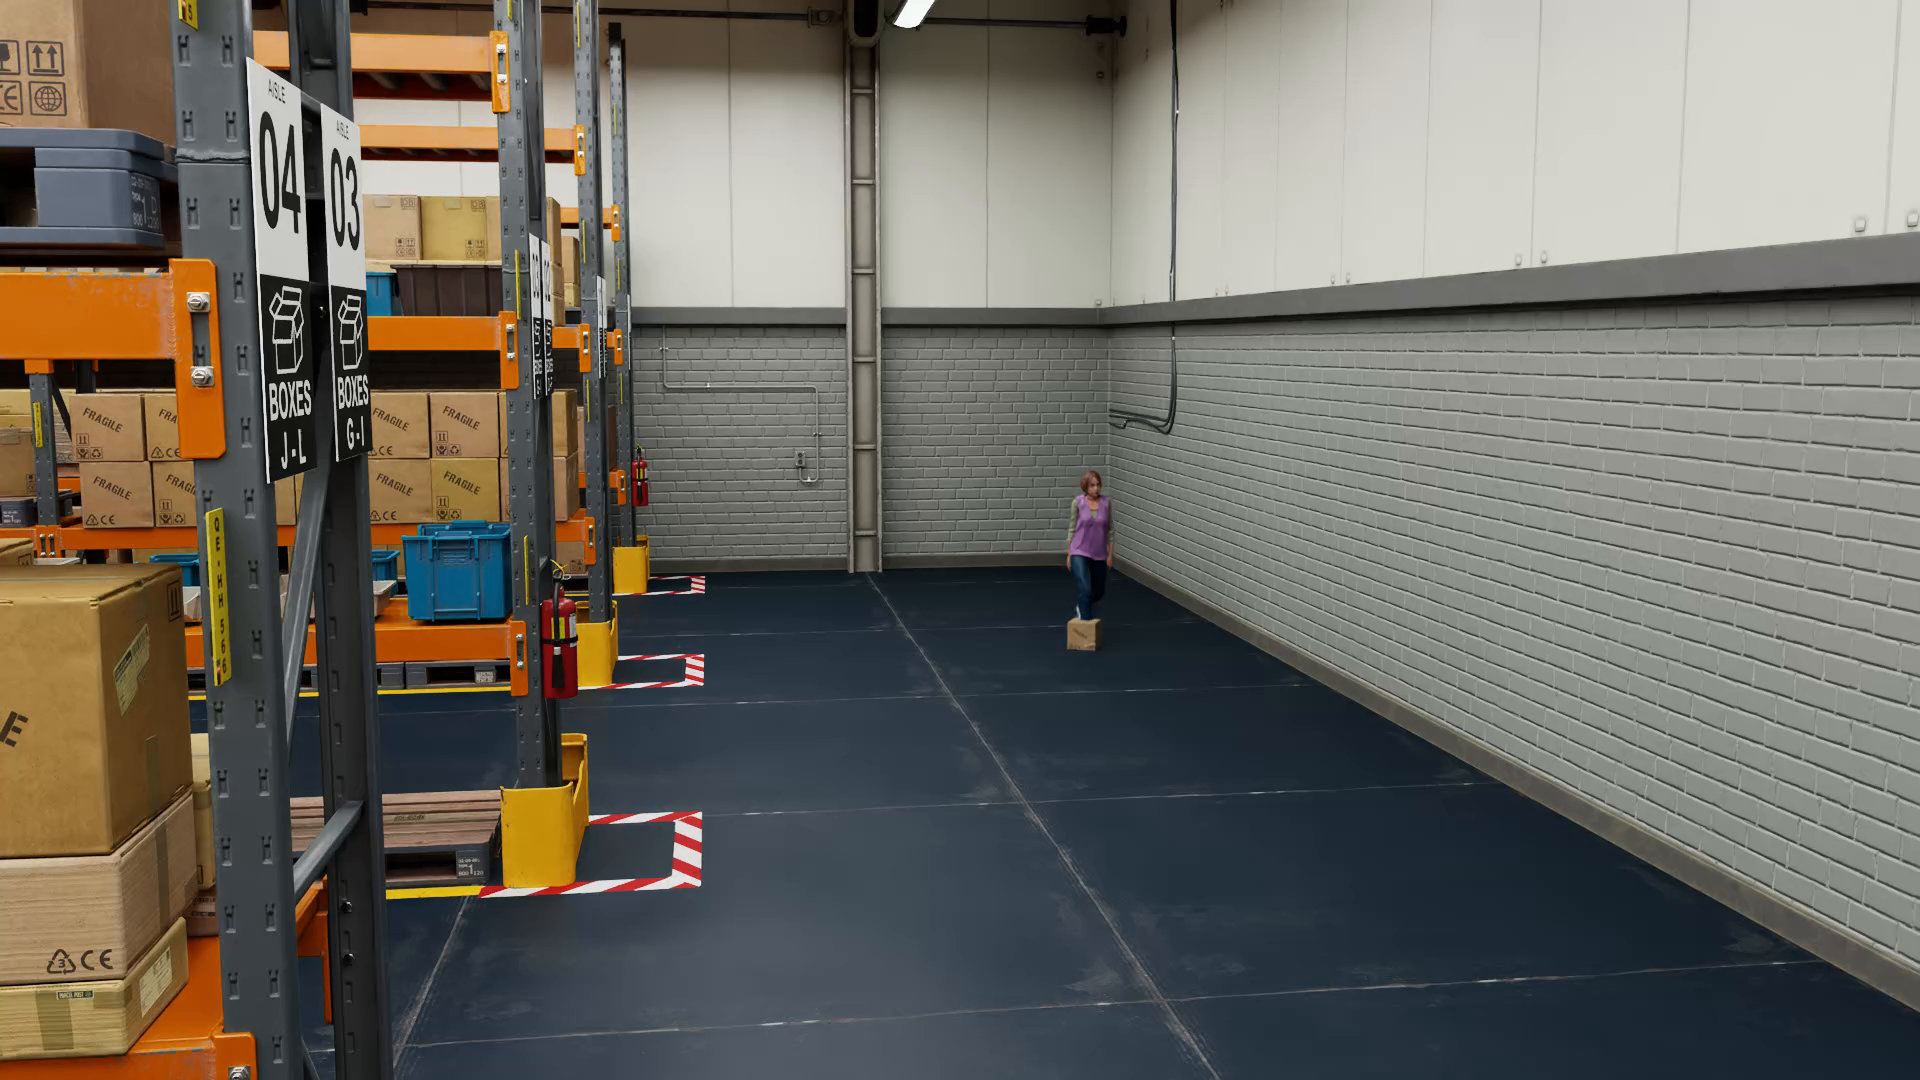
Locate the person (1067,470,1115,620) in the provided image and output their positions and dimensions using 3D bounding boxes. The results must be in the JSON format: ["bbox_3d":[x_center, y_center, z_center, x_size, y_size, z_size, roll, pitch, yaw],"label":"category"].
[{"bbox_3d":[1.159,0.136,14.924,0.423,1.530,0.872,-1,7,-12],"label":"person"}]
